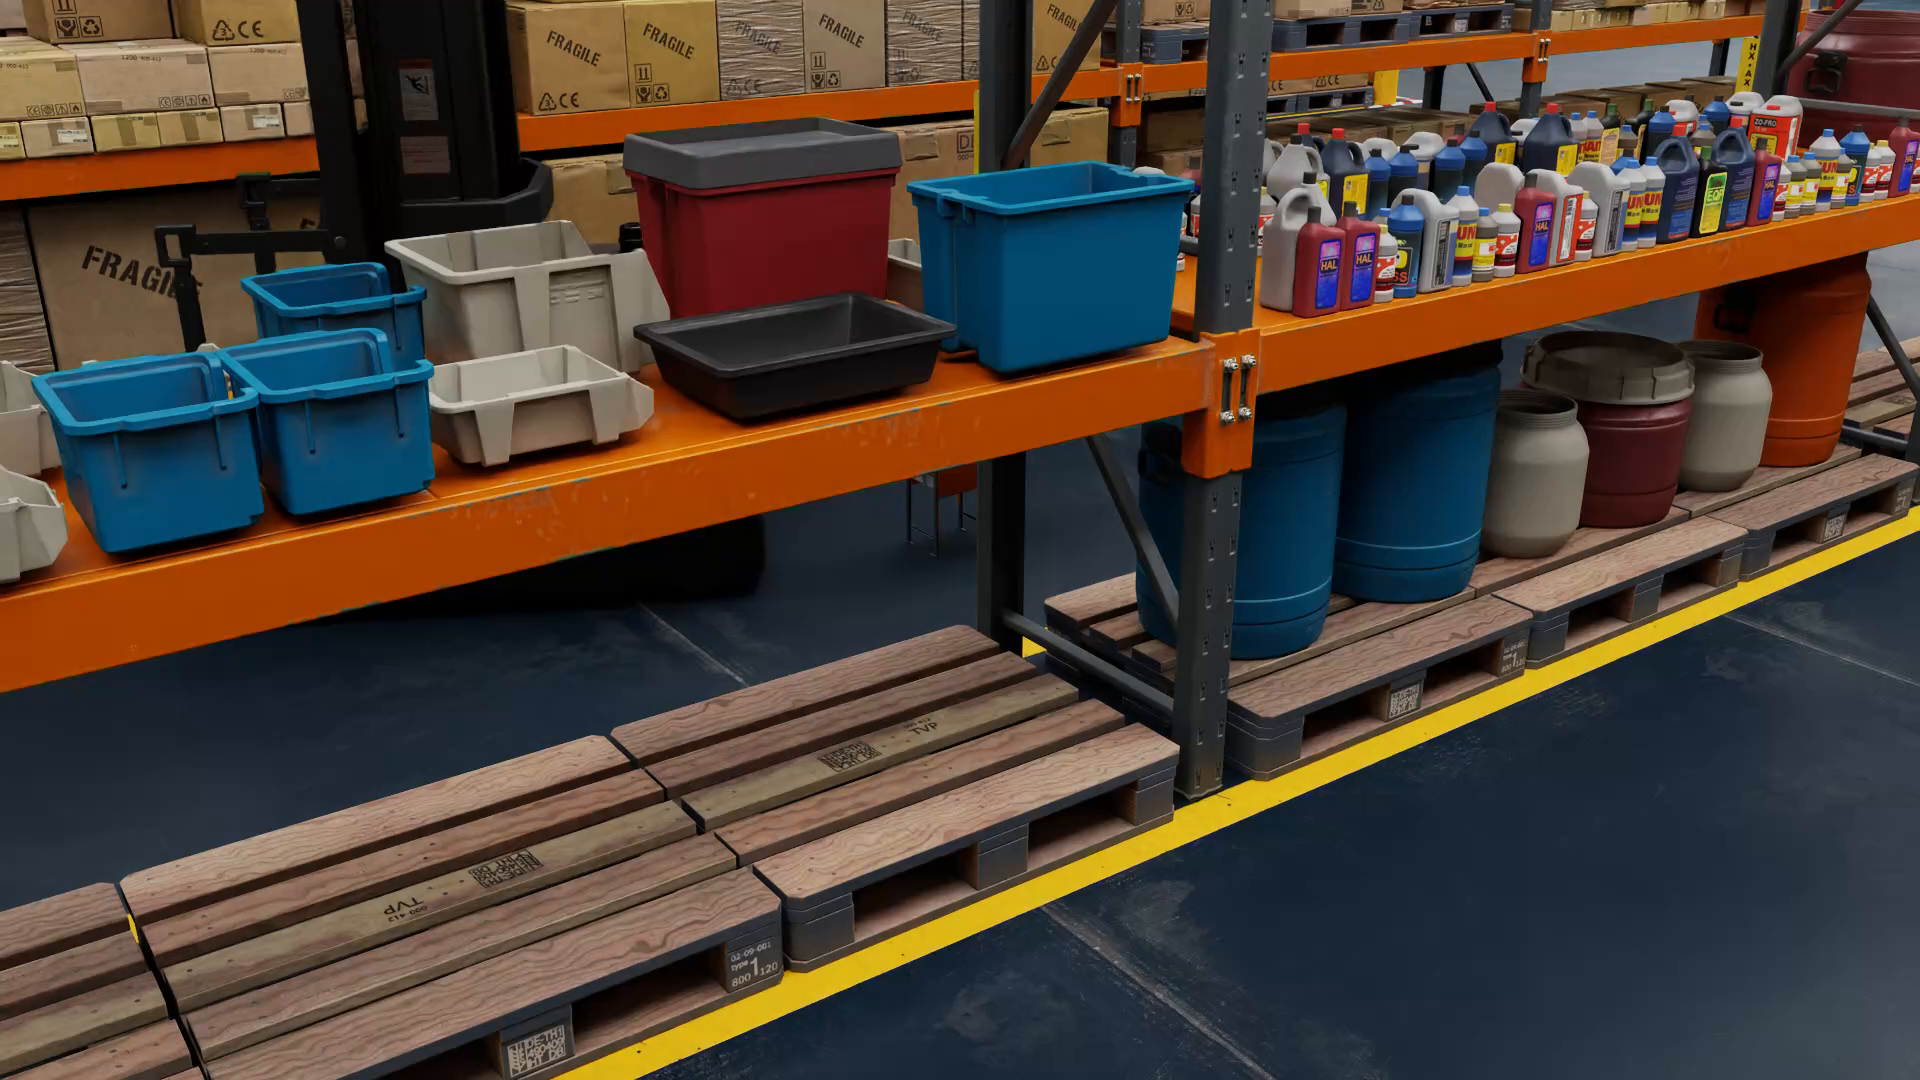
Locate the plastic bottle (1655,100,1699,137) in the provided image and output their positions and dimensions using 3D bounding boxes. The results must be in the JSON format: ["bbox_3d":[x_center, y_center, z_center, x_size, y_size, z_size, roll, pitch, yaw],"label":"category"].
[{"bbox_3d":[2.723,-1.543,6.382,0.135,0.276,0.152,-15,26,-33],"label":"plastic bottle"}]

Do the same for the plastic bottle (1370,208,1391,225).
[{"bbox_3d":[1.199,-0.837,4.715,0.097,0.201,0.097,0,22,0],"label":"plastic bottle"}]

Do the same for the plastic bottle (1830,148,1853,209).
[{"bbox_3d":[3.030,-1.256,5.765,0.097,0.201,0.097,0,22,0],"label":"plastic bottle"}]

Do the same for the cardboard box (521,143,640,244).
[{"bbox_3d":[-1.994,-1.674,8.844,0.875,0.875,1.225,-15,26,-33],"label":"cardboard box"}]

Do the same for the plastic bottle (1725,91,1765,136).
[{"bbox_3d":[3.098,-1.643,6.633,0.135,0.276,0.152,-15,26,-33],"label":"plastic bottle"}]

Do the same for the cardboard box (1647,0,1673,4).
[{"bbox_3d":[5.167,-4.552,13.221,0.500,0.500,0.875,-15,26,-33],"label":"cardboard box"}]

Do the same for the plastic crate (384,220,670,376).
[{"bbox_3d":[-0.956,-0.529,3.753,0.530,0.282,0.437,-15,26,-33],"label":"plastic crate"}]

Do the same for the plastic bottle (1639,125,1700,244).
[{"bbox_3d":[2.219,-1.120,5.222,0.185,0.351,0.144,-15,26,-33],"label":"plastic bottle"}]

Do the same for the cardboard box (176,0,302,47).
[{"bbox_3d":[-3.128,-2.451,7.280,0.500,0.500,0.500,-15,26,-32],"label":"cardboard box"}]

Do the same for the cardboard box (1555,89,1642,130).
[{"bbox_3d":[5.259,-3.446,13.790,0.500,0.500,0.500,-18,28,-37],"label":"cardboard box"}]

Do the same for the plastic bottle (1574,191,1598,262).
[{"bbox_3d":[1.851,-0.942,4.977,0.097,0.201,0.097,0,22,0],"label":"plastic bottle"}]

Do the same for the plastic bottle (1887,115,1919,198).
[{"bbox_3d":[3.372,-1.377,5.957,0.133,0.283,0.061,-15,26,-33],"label":"plastic bottle"}]

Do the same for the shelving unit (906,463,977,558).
[{"bbox_3d":[-0.043,-0.476,6.173,0.252,1.050,0.215,-15,26,-33],"label":"shelving unit"}]

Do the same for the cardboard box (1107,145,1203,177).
[{"bbox_3d":[1.278,-2.381,11.096,0.500,0.500,0.700,-17,27,-36],"label":"cardboard box"}]

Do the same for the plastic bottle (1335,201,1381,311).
[{"bbox_3d":[1.046,-0.757,4.403,0.133,0.283,0.061,-15,26,-33],"label":"plastic bottle"}]

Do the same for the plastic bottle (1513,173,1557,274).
[{"bbox_3d":[1.659,-0.920,4.812,0.133,0.283,0.061,-15,26,-33],"label":"plastic bottle"}]

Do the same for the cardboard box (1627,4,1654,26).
[{"bbox_3d":[5.164,-4.103,12.971,0.250,0.149,0.380,-15,26,-33],"label":"cardboard box"}]

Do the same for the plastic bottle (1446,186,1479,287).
[{"bbox_3d":[1.397,-0.853,4.660,0.097,0.271,0.097,0,22,0],"label":"plastic bottle"}]

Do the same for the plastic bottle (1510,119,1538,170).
[{"bbox_3d":[1.972,-1.343,5.881,0.135,0.276,0.152,-15,26,-33],"label":"plastic bottle"}]

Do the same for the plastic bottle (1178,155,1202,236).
[{"bbox_3d":[0.683,-1.023,5.071,0.133,0.283,0.061,-15,26,-33],"label":"plastic bottle"}]

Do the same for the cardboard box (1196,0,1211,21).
[{"bbox_3d":[1.555,-3.708,10.940,0.500,0.500,0.700,-11,24,-25],"label":"cardboard box"}]

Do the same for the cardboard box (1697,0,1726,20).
[{"bbox_3d":[5.972,-4.322,13.518,0.250,0.149,0.380,-15,26,-33],"label":"cardboard box"}]

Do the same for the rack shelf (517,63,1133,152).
[{"bbox_3d":[-0.878,-2.420,9.384,4.000,0.370,1.077,-15,26,-33],"label":"rack shelf"}]

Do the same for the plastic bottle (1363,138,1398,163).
[{"bbox_3d":[1.338,-1.173,5.457,0.135,0.276,0.152,-15,26,-33],"label":"plastic bottle"}]

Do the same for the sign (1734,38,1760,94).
[{"bbox_3d":[3.311,-1.937,6.982,0.005,0.325,0.100,-15,26,-33],"label":"sign"}]

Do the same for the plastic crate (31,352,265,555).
[{"bbox_3d":[-1.394,-0.155,2.882,0.300,0.233,0.416,-15,26,-33],"label":"plastic crate"}]

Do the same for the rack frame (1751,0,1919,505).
[{"bbox_3d":[3.638,-1.697,6.601,0.127,3.000,1.000,-15,26,-33],"label":"rack frame"}]

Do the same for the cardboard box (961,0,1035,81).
[{"bbox_3d":[0.082,-2.946,9.596,0.500,0.500,0.500,-15,26,-33],"label":"cardboard box"}]

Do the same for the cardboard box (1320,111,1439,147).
[{"bbox_3d":[3.083,-2.872,12.326,0.500,0.500,0.700,-15,26,-33],"label":"cardboard box"}]

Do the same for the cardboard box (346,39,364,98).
[{"bbox_3d":[-2.707,-2.215,7.701,0.500,0.250,0.500,-15,26,-34],"label":"cardboard box"}]

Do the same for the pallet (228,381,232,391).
[{"bbox_3d":[-3.164,-0.885,8.329,1.213,0.211,1.003,-15,26,-33],"label":"pallet"}]

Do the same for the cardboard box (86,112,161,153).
[{"bbox_3d":[-3.601,-1.762,7.103,0.250,0.149,0.380,-15,26,-34],"label":"cardboard box"}]

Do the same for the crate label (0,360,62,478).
[{"bbox_3d":[-1.844,-0.228,3.194,0.243,0.136,0.396,-15,26,-33],"label":"crate label"}]

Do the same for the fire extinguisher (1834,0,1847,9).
[{"bbox_3d":[7.602,-4.769,14.404,0.183,0.674,0.296,-15,26,-33],"label":"fire extinguisher"}]

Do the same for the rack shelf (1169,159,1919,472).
[{"bbox_3d":[2.015,-0.930,5.650,4.000,0.370,1.077,-15,26,-33],"label":"rack shelf"}]

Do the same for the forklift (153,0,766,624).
[{"bbox_3d":[-2.256,-1.273,5.631,3.031,2.935,1.130,-3,22,-8],"label":"forklift"}]

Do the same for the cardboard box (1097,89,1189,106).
[{"bbox_3d":[1.729,-4.890,16.904,0.875,0.875,0.875,-14,26,-32],"label":"cardboard box"}]

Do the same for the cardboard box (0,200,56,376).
[{"bbox_3d":[-4.537,-1.023,7.213,0.875,0.875,0.875,-15,26,-33],"label":"cardboard box"}]

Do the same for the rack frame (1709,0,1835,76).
[{"bbox_3d":[7.239,-4.918,14.675,0.127,3.000,1.000,-15,26,-33],"label":"rack frame"}]

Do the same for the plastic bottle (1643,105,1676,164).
[{"bbox_3d":[2.648,-1.505,6.295,0.097,0.271,0.097,0,22,0],"label":"plastic bottle"}]

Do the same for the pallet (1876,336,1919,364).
[{"bbox_3d":[5.279,-0.820,8.167,1.213,0.211,1.003,-15,26,-33],"label":"pallet"}]

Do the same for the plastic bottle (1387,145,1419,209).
[{"bbox_3d":[1.425,-1.138,5.374,0.097,0.271,0.097,0,22,0],"label":"plastic bottle"}]

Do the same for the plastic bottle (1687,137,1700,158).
[{"bbox_3d":[2.397,-1.183,5.470,0.133,0.283,0.061,-15,26,-33],"label":"plastic bottle"}]

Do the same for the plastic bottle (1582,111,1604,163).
[{"bbox_3d":[2.317,-1.445,6.143,0.097,0.271,0.097,0,22,0],"label":"plastic bottle"}]

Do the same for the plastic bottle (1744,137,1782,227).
[{"bbox_3d":[2.631,-1.179,5.462,0.133,0.283,0.061,-15,26,-33],"label":"plastic bottle"}]

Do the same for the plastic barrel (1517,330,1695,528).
[{"bbox_3d":[2.334,-0.416,6.080,0.708,0.588,0.600,-15,26,-33],"label":"plastic barrel"}]

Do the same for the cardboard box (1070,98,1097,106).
[{"bbox_3d":[0.726,-4.555,16.234,0.750,0.750,1.050,-15,26,-33],"label":"cardboard box"}]

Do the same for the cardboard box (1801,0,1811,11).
[{"bbox_3d":[7.129,-4.678,14.411,0.250,0.149,0.380,-15,26,-33],"label":"cardboard box"}]

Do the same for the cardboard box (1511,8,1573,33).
[{"bbox_3d":[4.343,-3.892,12.442,0.250,0.149,0.380,-15,26,-33],"label":"cardboard box"}]

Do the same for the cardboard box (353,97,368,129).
[{"bbox_3d":[-2.767,-1.984,7.660,0.250,0.149,0.380,-14,26,-32],"label":"cardboard box"}]

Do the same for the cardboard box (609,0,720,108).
[{"bbox_3d":[-1.574,-2.501,8.482,0.500,0.500,0.500,-15,26,-33],"label":"cardboard box"}]
